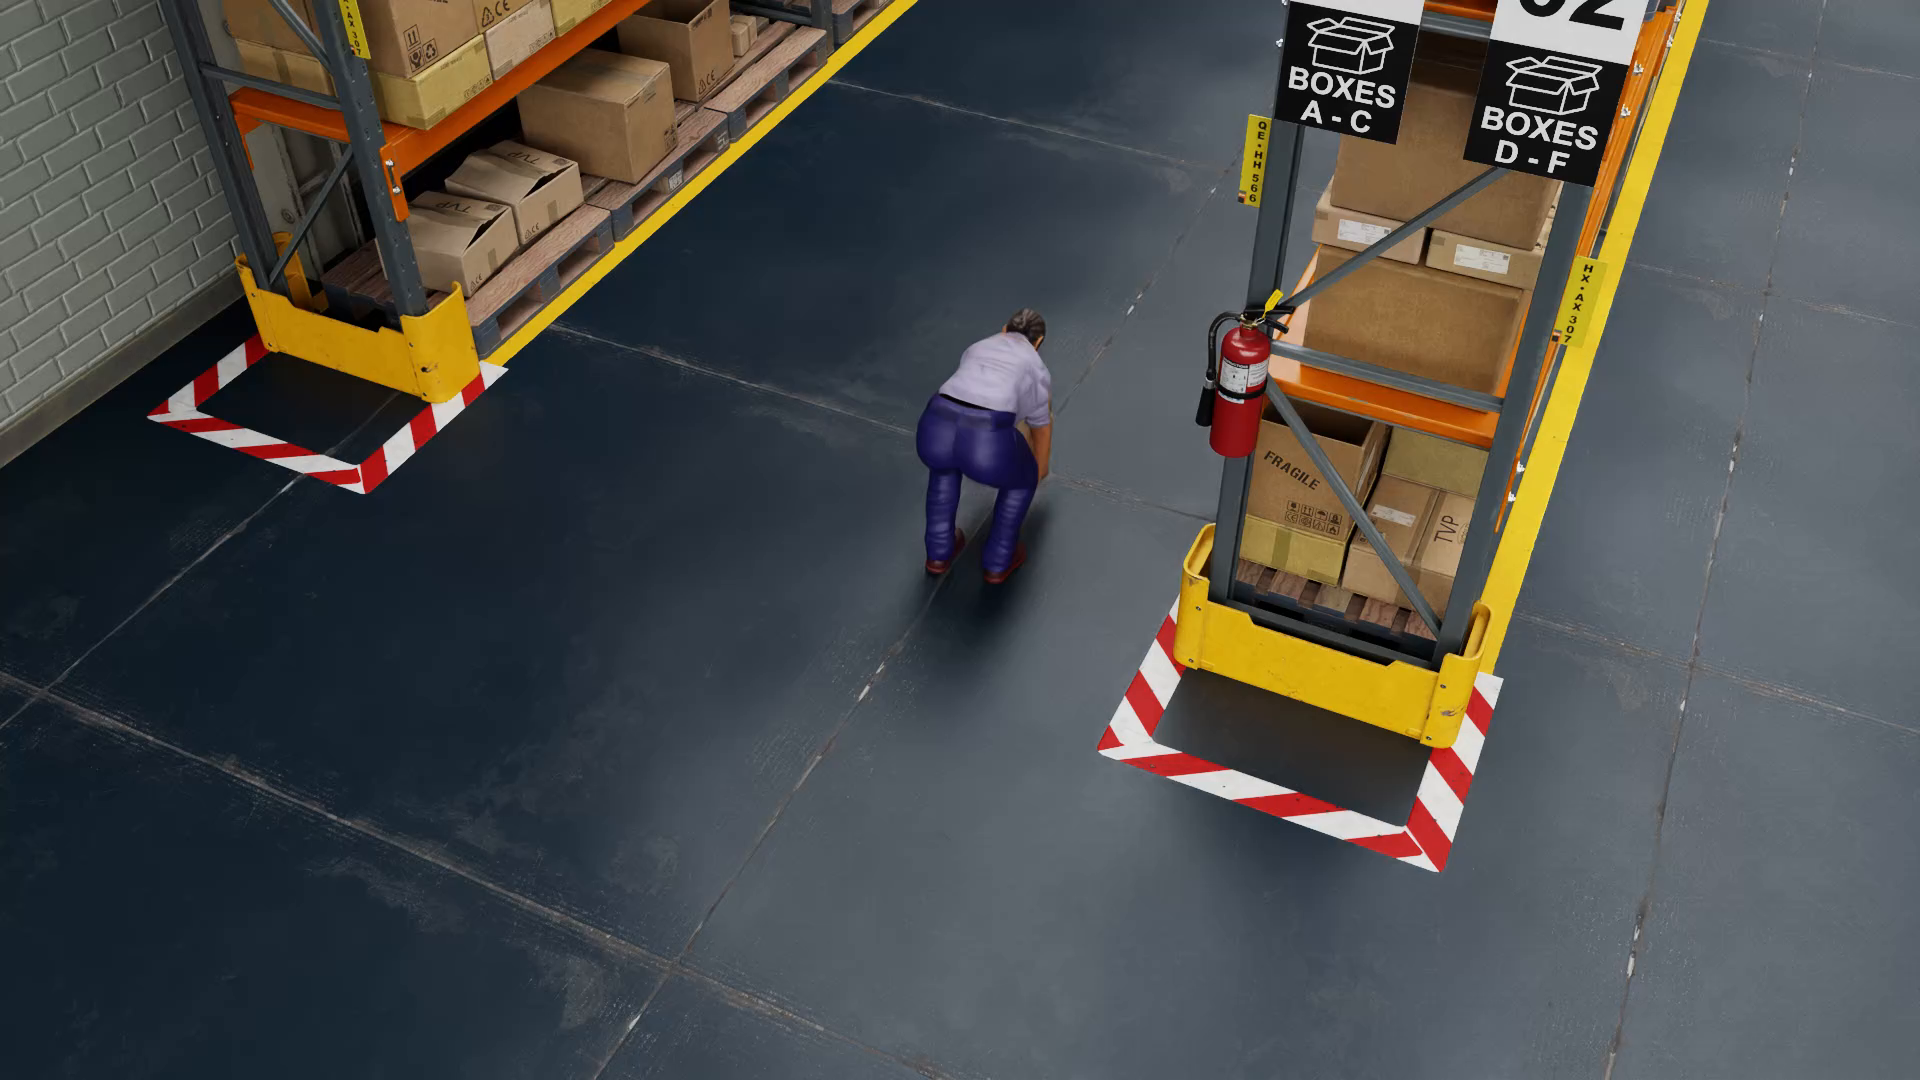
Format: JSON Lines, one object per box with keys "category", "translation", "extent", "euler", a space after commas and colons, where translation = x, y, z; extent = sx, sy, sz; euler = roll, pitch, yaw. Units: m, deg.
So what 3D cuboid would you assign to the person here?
{"category": "person", "translation": [0.135, -0.383, 7.074], "extent": [0.476, 1.004, 0.910], "euler": [16, 45, 17]}
